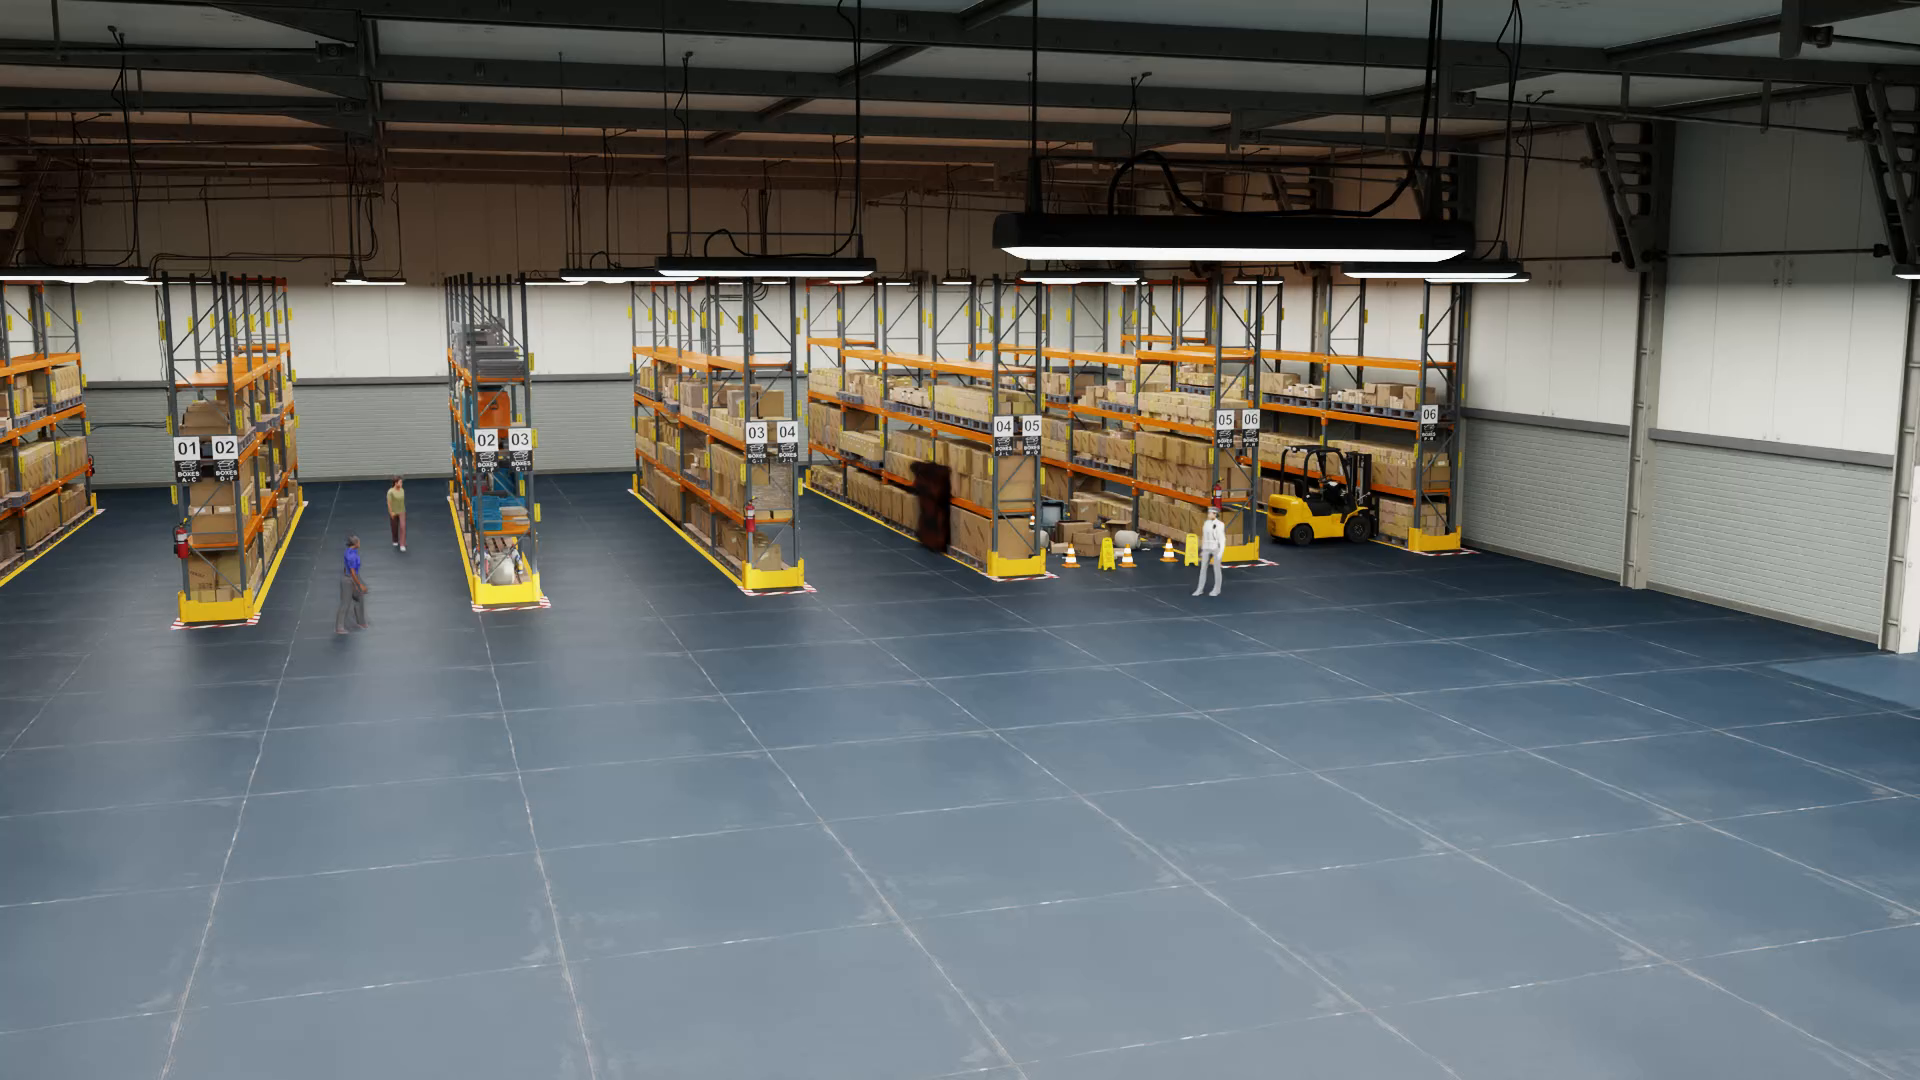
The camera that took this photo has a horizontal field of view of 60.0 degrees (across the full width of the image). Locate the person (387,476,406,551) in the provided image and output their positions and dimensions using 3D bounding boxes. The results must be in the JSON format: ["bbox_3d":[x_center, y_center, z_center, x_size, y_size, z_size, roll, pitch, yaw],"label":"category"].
[{"bbox_3d":[-12.397,-0.595,36.606,0.396,1.621,1.030,-3,9,-18],"label":"person"}]

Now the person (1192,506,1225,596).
[{"bbox_3d":[4.676,0.210,31.129,0.490,1.700,0.528,8,12,42],"label":"person"}]

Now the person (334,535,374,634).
[{"bbox_3d":[-10.204,0.748,27.892,0.577,1.661,0.599,-1,9,-9],"label":"person"}]

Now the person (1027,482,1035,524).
[{"bbox_3d":[1.635,-1.271,40.588,0.417,1.772,0.639,-3,9,-16],"label":"person"}]
